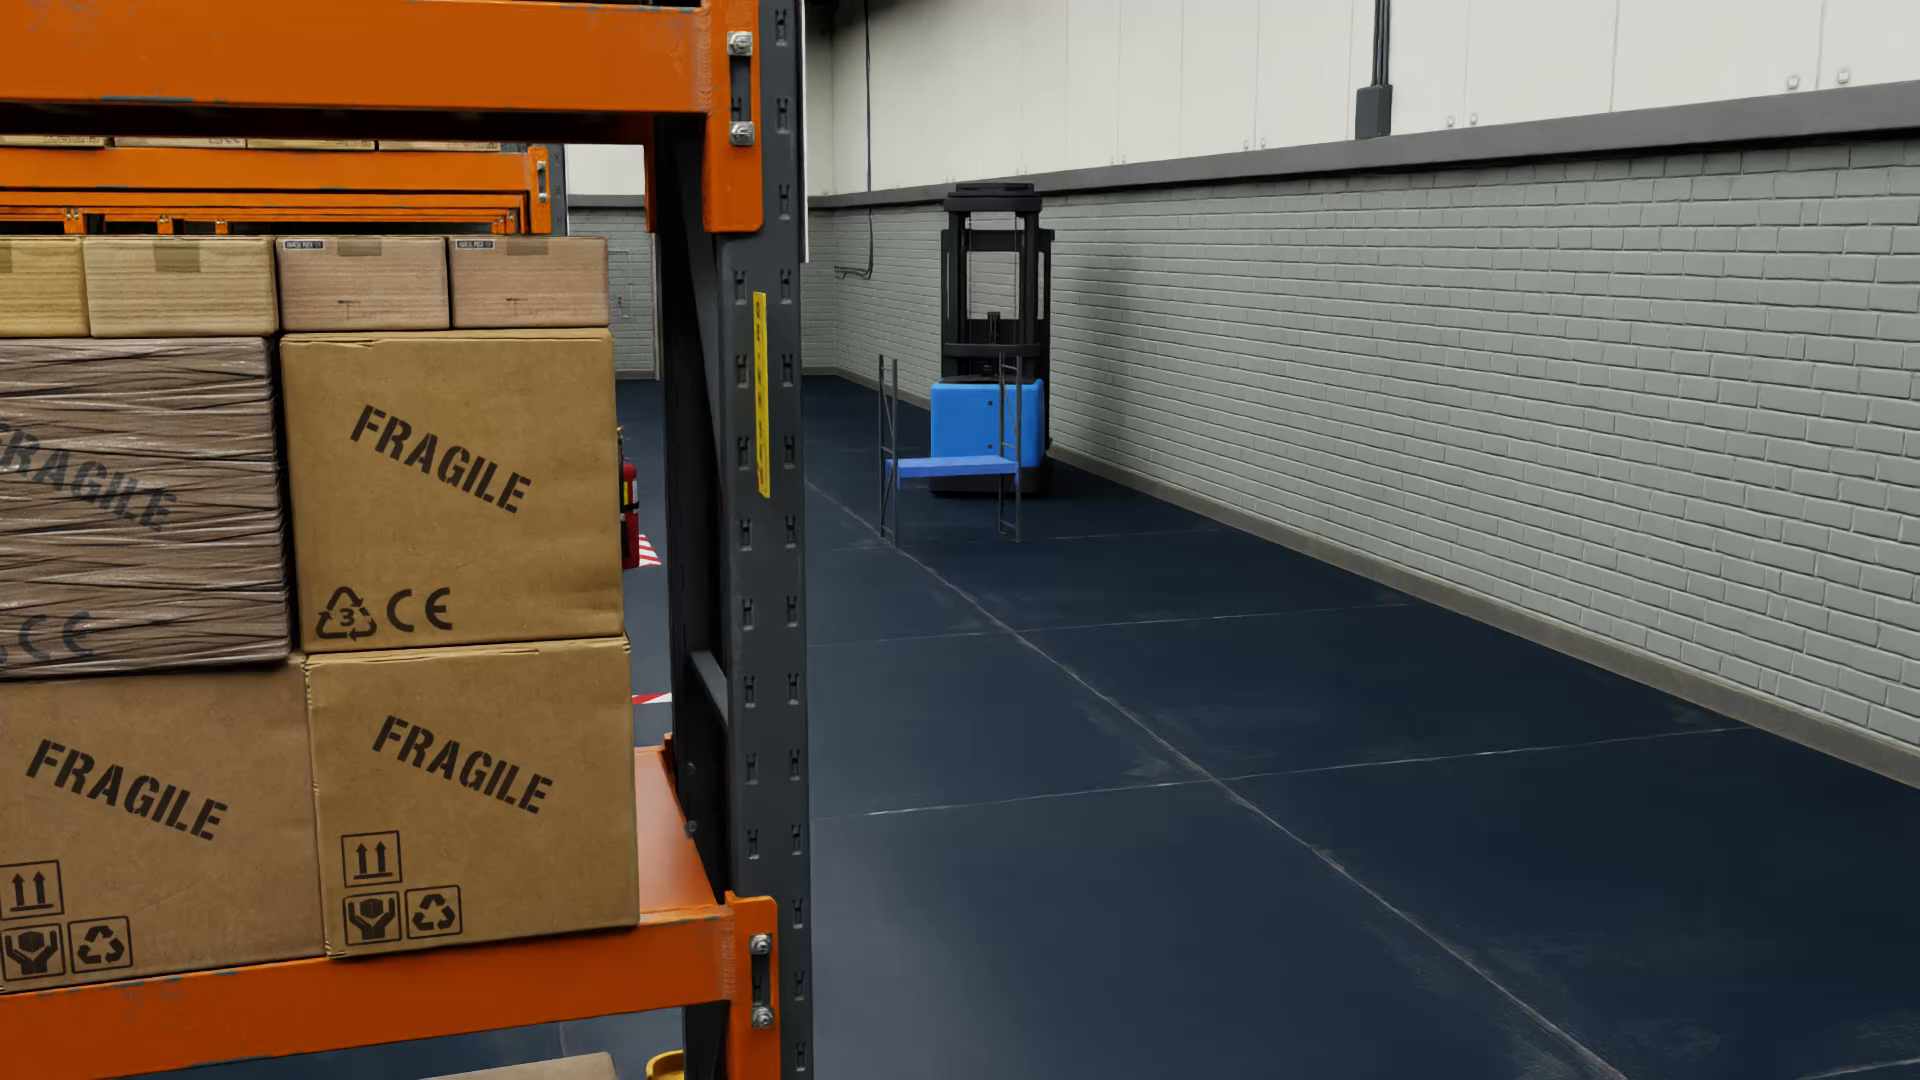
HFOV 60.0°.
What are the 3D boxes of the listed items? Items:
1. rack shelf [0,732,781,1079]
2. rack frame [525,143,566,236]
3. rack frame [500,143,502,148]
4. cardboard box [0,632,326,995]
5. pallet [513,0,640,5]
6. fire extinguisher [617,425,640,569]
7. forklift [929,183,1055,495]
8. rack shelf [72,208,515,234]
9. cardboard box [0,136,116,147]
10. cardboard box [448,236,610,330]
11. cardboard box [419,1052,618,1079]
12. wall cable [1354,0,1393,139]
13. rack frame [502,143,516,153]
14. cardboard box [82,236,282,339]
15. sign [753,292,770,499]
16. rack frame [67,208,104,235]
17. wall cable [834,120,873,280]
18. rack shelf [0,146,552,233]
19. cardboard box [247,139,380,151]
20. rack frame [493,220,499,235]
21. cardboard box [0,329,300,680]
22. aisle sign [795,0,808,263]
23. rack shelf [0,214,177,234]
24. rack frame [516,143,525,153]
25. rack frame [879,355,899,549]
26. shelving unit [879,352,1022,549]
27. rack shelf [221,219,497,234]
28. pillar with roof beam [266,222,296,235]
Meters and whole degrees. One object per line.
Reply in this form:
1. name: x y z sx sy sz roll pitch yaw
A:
1. rack shelf: -2.379 0.811 2.841 4.000 0.370 1.077 -3 11 -16
2. rack frame: -1.940 -0.499 7.973 0.127 3.000 1.000 -3 11 -16
3. rack frame: -5.994 -6.039 21.496 0.127 3.000 1.000 -3 11 -16
4. cardboard box: -1.334 0.400 2.811 0.500 0.500 0.500 -3 11 -17
5. pallet: -1.168 -1.036 2.849 1.213 0.211 1.003 -3 11 -16
6. fire extinguisher: -1.569 -0.210 7.647 0.183 0.674 0.296 -3 11 -16
7. forklift: 0.382 -2.095 16.832 1.130 2.935 3.031 1 10 6
8. rack shelf: -6.534 -3.248 16.605 4.000 0.370 1.077 -3 11 -16
9. cardboard box: -3.775 -1.751 6.904 0.500 0.250 0.500 -3 11 -13
10. cardboard box: -0.748 -0.451 2.880 0.250 0.149 0.380 -3 11 -15
11. cardboard box: -1.065 1.461 3.244 0.875 0.438 0.875 -3 11 -18
12. wall cable: 3.164 -5.586 10.149 0.120 5.999 2.277 -3 11 -16
13. rack frame: -4.613 -5.178 16.818 0.127 3.000 1.000 -3 11 -16
14. cardboard box: -1.209 -0.406 2.637 0.250 0.149 0.380 -3 11 -16
15. sign: -0.321 -0.235 2.684 0.005 0.325 0.100 -3 11 -16
16. rack frame: -8.454 -2.025 16.261 0.127 3.000 1.000 -3 11 -16
17. wall cable: -1.852 -5.597 27.671 0.112 2.526 3.097 -3 11 -16
18. rack shelf: -3.860 -1.519 7.216 4.000 0.370 1.077 -3 11 -16
19. cardboard box: -2.790 -1.804 7.193 0.500 0.250 0.500 -3 11 -16
20. rack frame: -7.382 -3.950 26.716 0.127 3.000 1.000 -3 11 -16
21. cardboard box: -1.349 -0.087 2.698 0.500 0.500 0.500 -3 11 -16
22. aisle sign: -0.303 -0.872 2.818 0.004 0.787 0.394 -3 11 -16
23. rack shelf: -11.755 -3.906 20.183 4.000 0.370 1.077 -3 11 -16
24. rack frame: -3.229 -4.317 12.141 0.127 3.000 1.000 -3 11 -16
25. rack frame: -0.570 -0.708 13.247 0.032 1.500 0.500 -3 11 -16
26. shelving unit: -0.082 -0.733 13.387 1.048 1.500 0.538 -3 11 -16
27. rack shelf: -9.303 -4.970 25.960 4.000 0.370 1.077 -3 11 -16
28. pillar with roof beam: -9.589 -6.135 22.017 0.548 9.000 9.100 -3 11 -16
